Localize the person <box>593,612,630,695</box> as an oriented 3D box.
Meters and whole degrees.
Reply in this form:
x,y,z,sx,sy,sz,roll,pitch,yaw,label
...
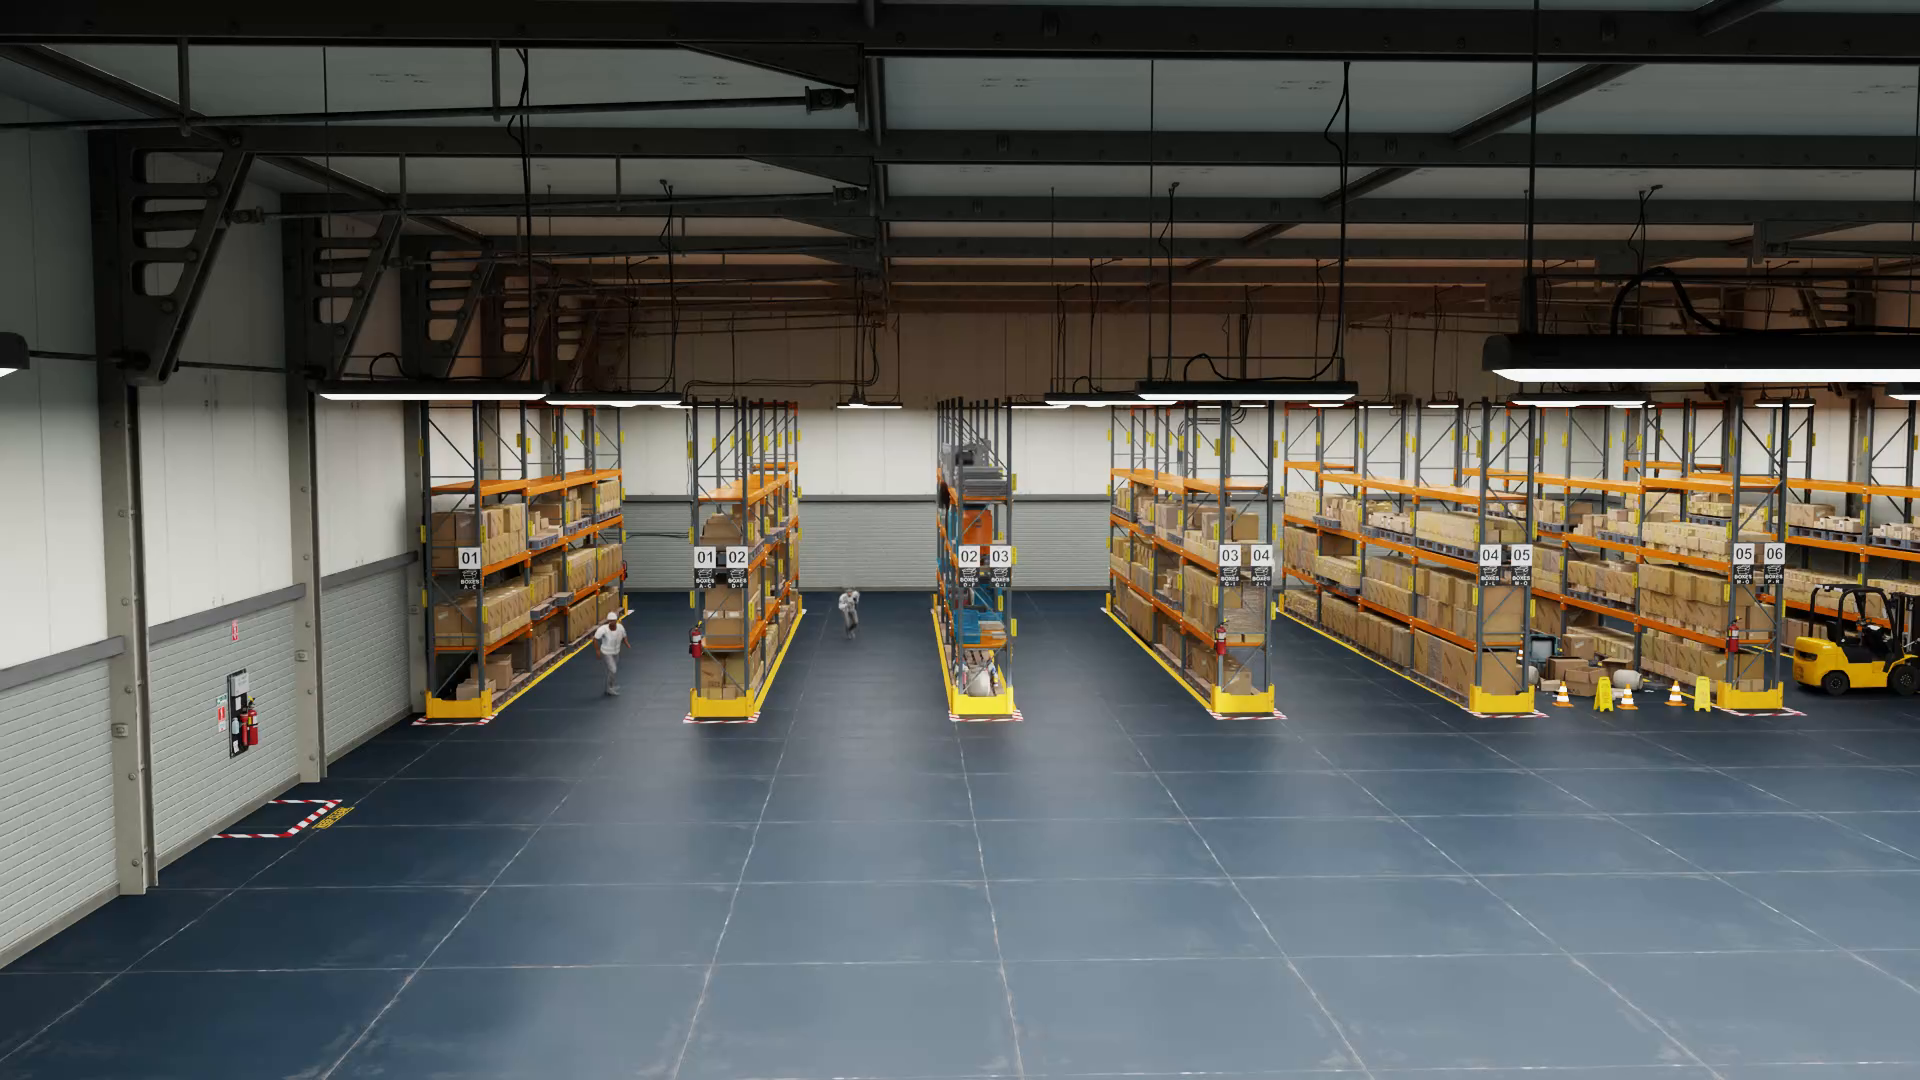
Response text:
x,y,z,sx,sy,sz,roll,pitch,yaw,label
-7.042,2.301,33.718,0.849,1.718,0.698,3,5,34,person

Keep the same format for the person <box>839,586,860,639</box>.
x,y,z,sx,sy,sz,roll,pitch,yaw,label
-2.761,1.811,41.573,0.609,1.390,0.936,-1,5,-18,person
